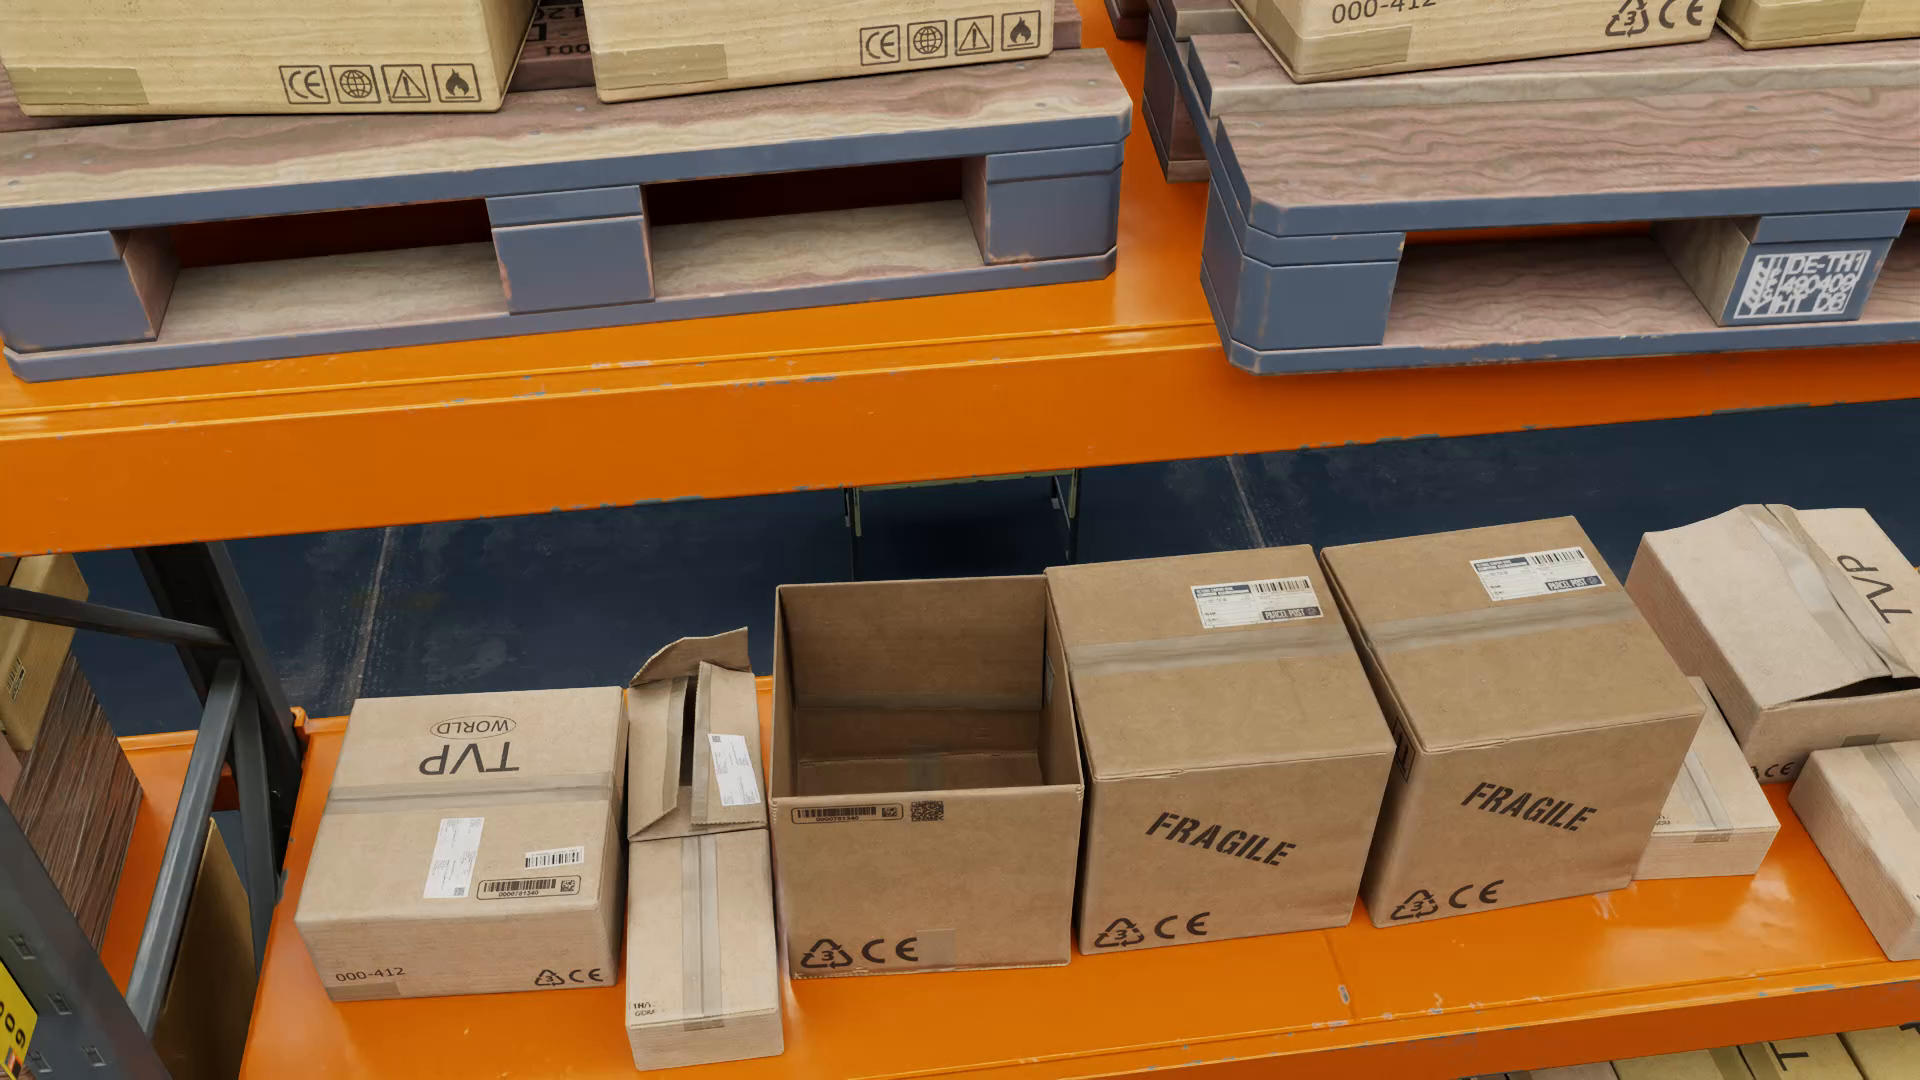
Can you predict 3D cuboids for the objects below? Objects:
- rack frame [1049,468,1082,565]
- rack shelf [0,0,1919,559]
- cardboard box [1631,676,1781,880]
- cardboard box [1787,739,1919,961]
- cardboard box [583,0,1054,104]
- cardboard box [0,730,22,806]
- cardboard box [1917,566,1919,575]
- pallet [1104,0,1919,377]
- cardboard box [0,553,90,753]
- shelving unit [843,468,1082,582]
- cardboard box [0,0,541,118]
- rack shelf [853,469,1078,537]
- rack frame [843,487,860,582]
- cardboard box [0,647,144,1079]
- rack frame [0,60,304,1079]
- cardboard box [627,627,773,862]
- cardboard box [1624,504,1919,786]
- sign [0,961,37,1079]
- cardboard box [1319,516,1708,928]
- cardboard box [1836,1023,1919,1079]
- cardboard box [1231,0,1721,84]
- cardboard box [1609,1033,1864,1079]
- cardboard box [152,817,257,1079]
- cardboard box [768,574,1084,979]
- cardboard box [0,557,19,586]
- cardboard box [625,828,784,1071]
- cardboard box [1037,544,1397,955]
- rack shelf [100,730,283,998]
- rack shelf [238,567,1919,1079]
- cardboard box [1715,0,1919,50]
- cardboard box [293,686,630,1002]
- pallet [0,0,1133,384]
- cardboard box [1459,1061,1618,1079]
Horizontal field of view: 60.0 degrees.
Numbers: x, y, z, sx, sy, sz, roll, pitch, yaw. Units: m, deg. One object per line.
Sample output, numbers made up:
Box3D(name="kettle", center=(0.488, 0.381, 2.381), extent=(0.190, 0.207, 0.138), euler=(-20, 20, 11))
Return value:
Box3D(name="rack frame", center=(0.356, -0.588, 5.282), extent=(0.023, 1.500, 0.400), euler=(-5, 42, -6))
Box3D(name="rack shelf", center=(0.631, -0.463, 2.321), extent=(4.000, 0.370, 1.077), euler=(-5, 42, -6))
Box3D(name="cardboard box", center=(1.357, 0.452, 3.197), extent=(0.250, 0.149, 0.380), euler=(-2, 42, -2))
Box3D(name="cardboard box", center=(1.758, 0.565, 3.071), extent=(0.250, 0.149, 0.380), euler=(-5, 42, -6))
Box3D(name="cardboard box", center=(-0.196, -0.753, 1.904), extent=(0.500, 0.250, 0.500), euler=(-9, 43, -10))
Box3D(name="cardboard box", center=(-1.594, 0.446, 2.457), extent=(0.250, 0.149, 0.380), euler=(-5, 42, -6))
Box3D(name="cardboard box", center=(2.248, 0.246, 3.304), extent=(0.500, 0.311, 0.500), euler=(-3, 42, -3))
Box3D(name="pallet", center=(0.844, -0.616, 2.095), extent=(1.213, 0.211, 1.003), euler=(-3, 42, -4))
Box3D(name="cardboard box", center=(-1.644, 0.174, 2.758), extent=(0.250, 0.149, 0.380), euler=(-5, 42, -6))
Box3D(name="shelving unit", center=(-0.007, -0.556, 5.247), extent=(0.755, 1.500, 0.431), euler=(-5, 42, -6))
Box3D(name="cardboard box", center=(-0.740, -0.704, 1.849), extent=(0.500, 0.250, 0.500), euler=(-1, 42, -1))
Box3D(name="rack shelf", center=(-0.007, -0.314, 5.465), extent=(0.720, 0.370, 0.431), euler=(-5, 42, -6))
Box3D(name="rack frame", center=(-0.370, -0.525, 5.212), extent=(0.023, 1.500, 0.400), euler=(-5, 42, -6))
Box3D(name="cardboard box", center=(-1.791, 0.563, 2.811), extent=(0.500, 0.500, 0.700), euler=(-6, 42, -7))
Box3D(name="rack frame", center=(-1.352, 0.558, 2.892), extent=(0.127, 3.000, 1.000), euler=(-5, 42, -6))
Box3D(name="cardboard box", center=(-0.504, 0.409, 3.157), extent=(0.258, 0.266, 0.396), euler=(-6, 42, -7))
Box3D(name="cardboard box", center=(1.702, 0.192, 3.364), extent=(0.500, 0.311, 0.500), euler=(-5, 42, -6))
Box3D(name="sign", center=(-1.279, 0.575, 2.167), extent=(0.005, 0.325, 0.100), euler=(-5, 42, -6))
Box3D(name="cardboard box", center=(0.953, 0.330, 3.070), extent=(0.500, 0.500, 0.500), euler=(-7, 43, -8))
Box3D(name="cardboard box", center=(2.127, 1.076, 3.638), extent=(0.500, 0.311, 0.500), euler=(-4, 42, -4))
Box3D(name="cardboard box", center=(0.552, -0.782, 1.936), extent=(0.500, 0.250, 0.500), euler=(-8, 43, -9))
Box3D(name="cardboard box", center=(1.612, 1.126, 3.583), extent=(0.500, 0.311, 0.500), euler=(-6, 42, -6))
Box3D(name="cardboard box", center=(-1.852, 0.977, 3.607), extent=(0.500, 0.500, 0.500), euler=(-5, 42, -6))
Box3D(name="cardboard box", center=(-0.066, 0.419, 2.971), extent=(0.500, 0.500, 0.500), euler=(-2, 42, -2))
Box3D(name="cardboard box", center=(-1.791, 0.082, 2.377), extent=(0.500, 0.500, 0.700), euler=(-5, 42, -5))
Box3D(name="cardboard box", center=(-0.447, 0.710, 2.911), extent=(0.250, 0.149, 0.380), euler=(-5, 42, -6))
Box3D(name="cardboard box", center=(0.431, 0.375, 3.020), extent=(0.500, 0.500, 0.500), euler=(-5, 42, -5))
Box3D(name="rack shelf", center=(-3.335, 0.999, 2.941), extent=(4.000, 0.370, 1.077), euler=(-5, 42, -6))
Box3D(name="rack shelf", center=(0.631, 0.651, 3.326), extent=(4.000, 0.370, 1.077), euler=(-5, 42, -6))
Box3D(name="cardboard box", center=(1.086, -0.827, 1.987), extent=(0.500, 0.250, 0.500), euler=(-6, 42, -6))
Box3D(name="cardboard box", center=(-0.869, 0.542, 3.022), extent=(0.500, 0.250, 0.500), euler=(-3, 42, -3))
Box3D(name="pallet", center=(-0.479, -0.570, 2.046), extent=(1.217, 0.209, 0.805), euler=(-7, 42, -7))
Box3D(name="cardboard box", center=(1.111, 1.168, 3.537), extent=(0.500, 0.311, 0.500), euler=(-5, 42, -6))
